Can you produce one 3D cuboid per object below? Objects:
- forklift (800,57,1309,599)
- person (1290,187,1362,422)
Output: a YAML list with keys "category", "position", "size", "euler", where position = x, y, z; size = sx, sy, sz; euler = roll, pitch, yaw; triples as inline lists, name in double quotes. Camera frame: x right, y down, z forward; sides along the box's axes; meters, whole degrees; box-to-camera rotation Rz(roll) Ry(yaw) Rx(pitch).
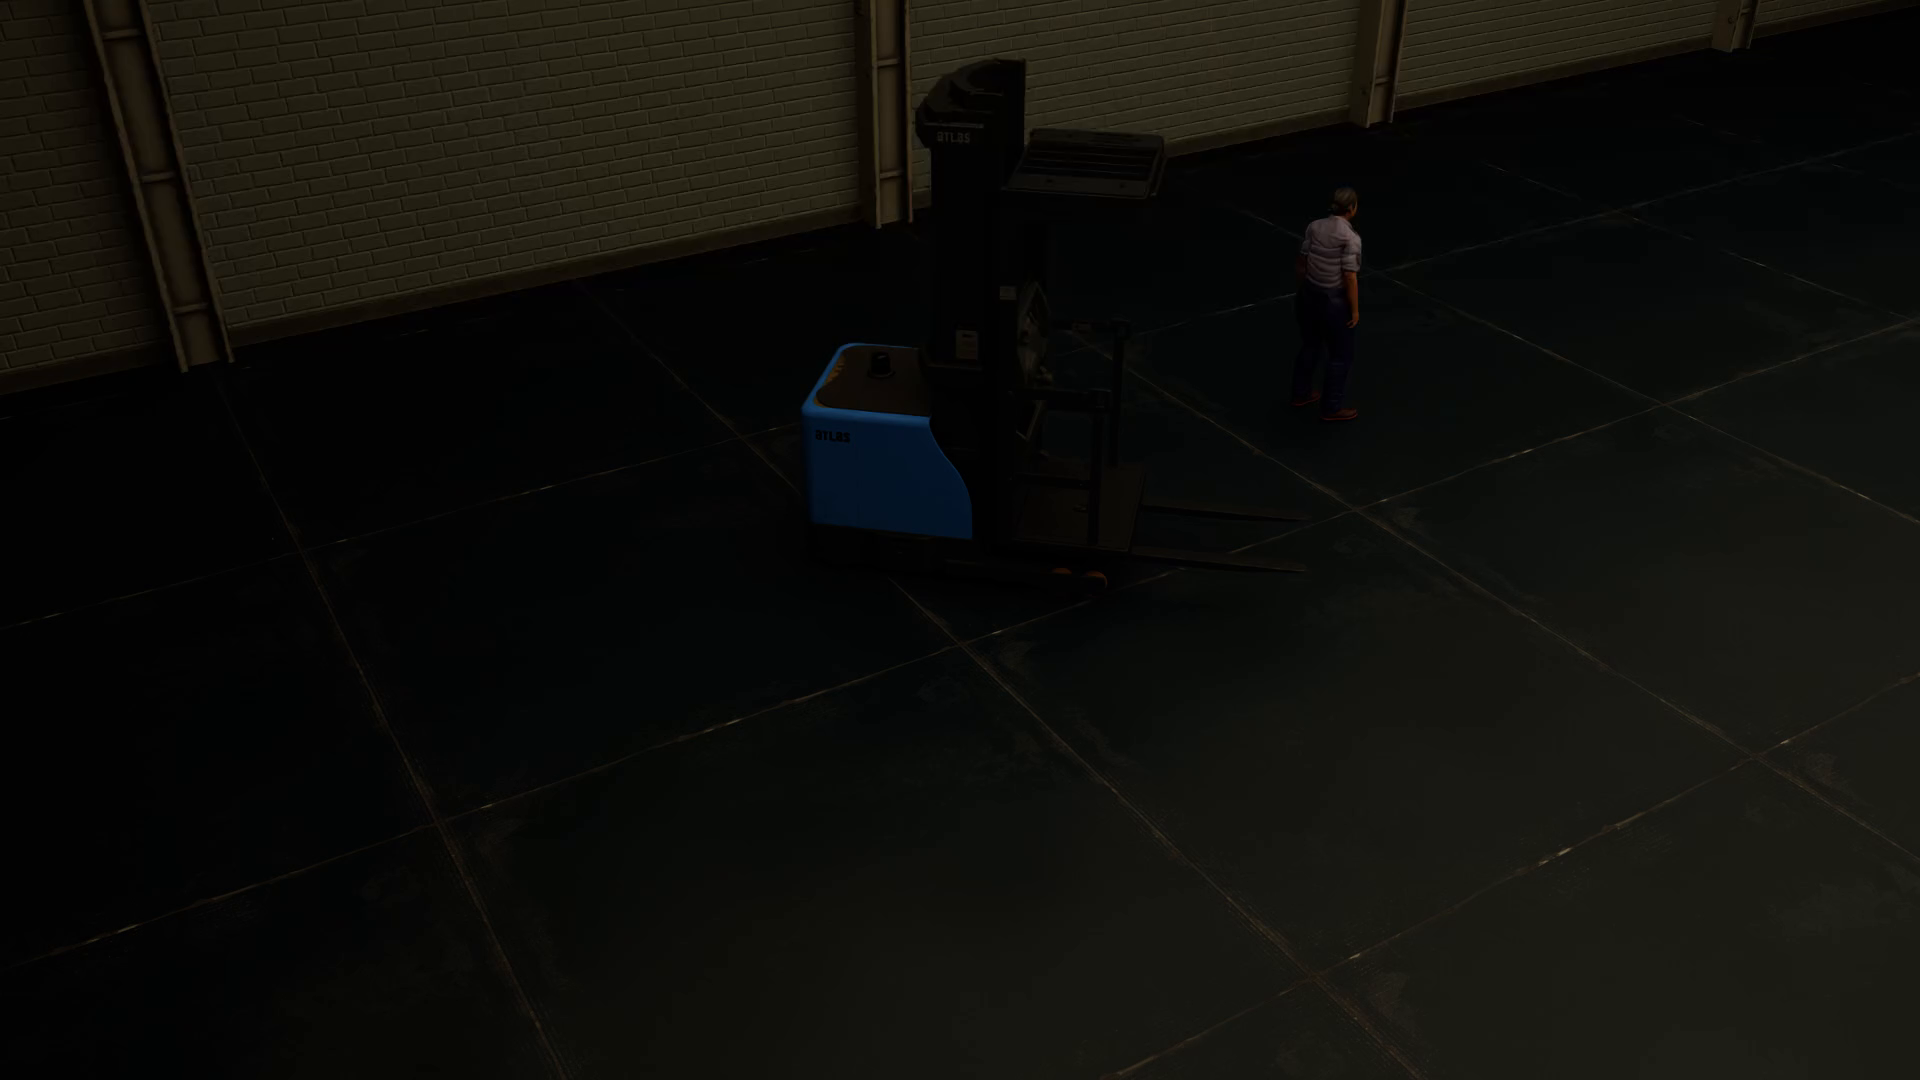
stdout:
- category: "forklift"
  position: [0.615, -1.204, 9.658]
  size: [3.031, 2.935, 1.130]
  euler: [6, 31, 10]
- category: "person"
  position: [2.585, -1.654, 11.659]
  size: [0.373, 1.650, 0.549]
  euler: [-21, 37, -31]
